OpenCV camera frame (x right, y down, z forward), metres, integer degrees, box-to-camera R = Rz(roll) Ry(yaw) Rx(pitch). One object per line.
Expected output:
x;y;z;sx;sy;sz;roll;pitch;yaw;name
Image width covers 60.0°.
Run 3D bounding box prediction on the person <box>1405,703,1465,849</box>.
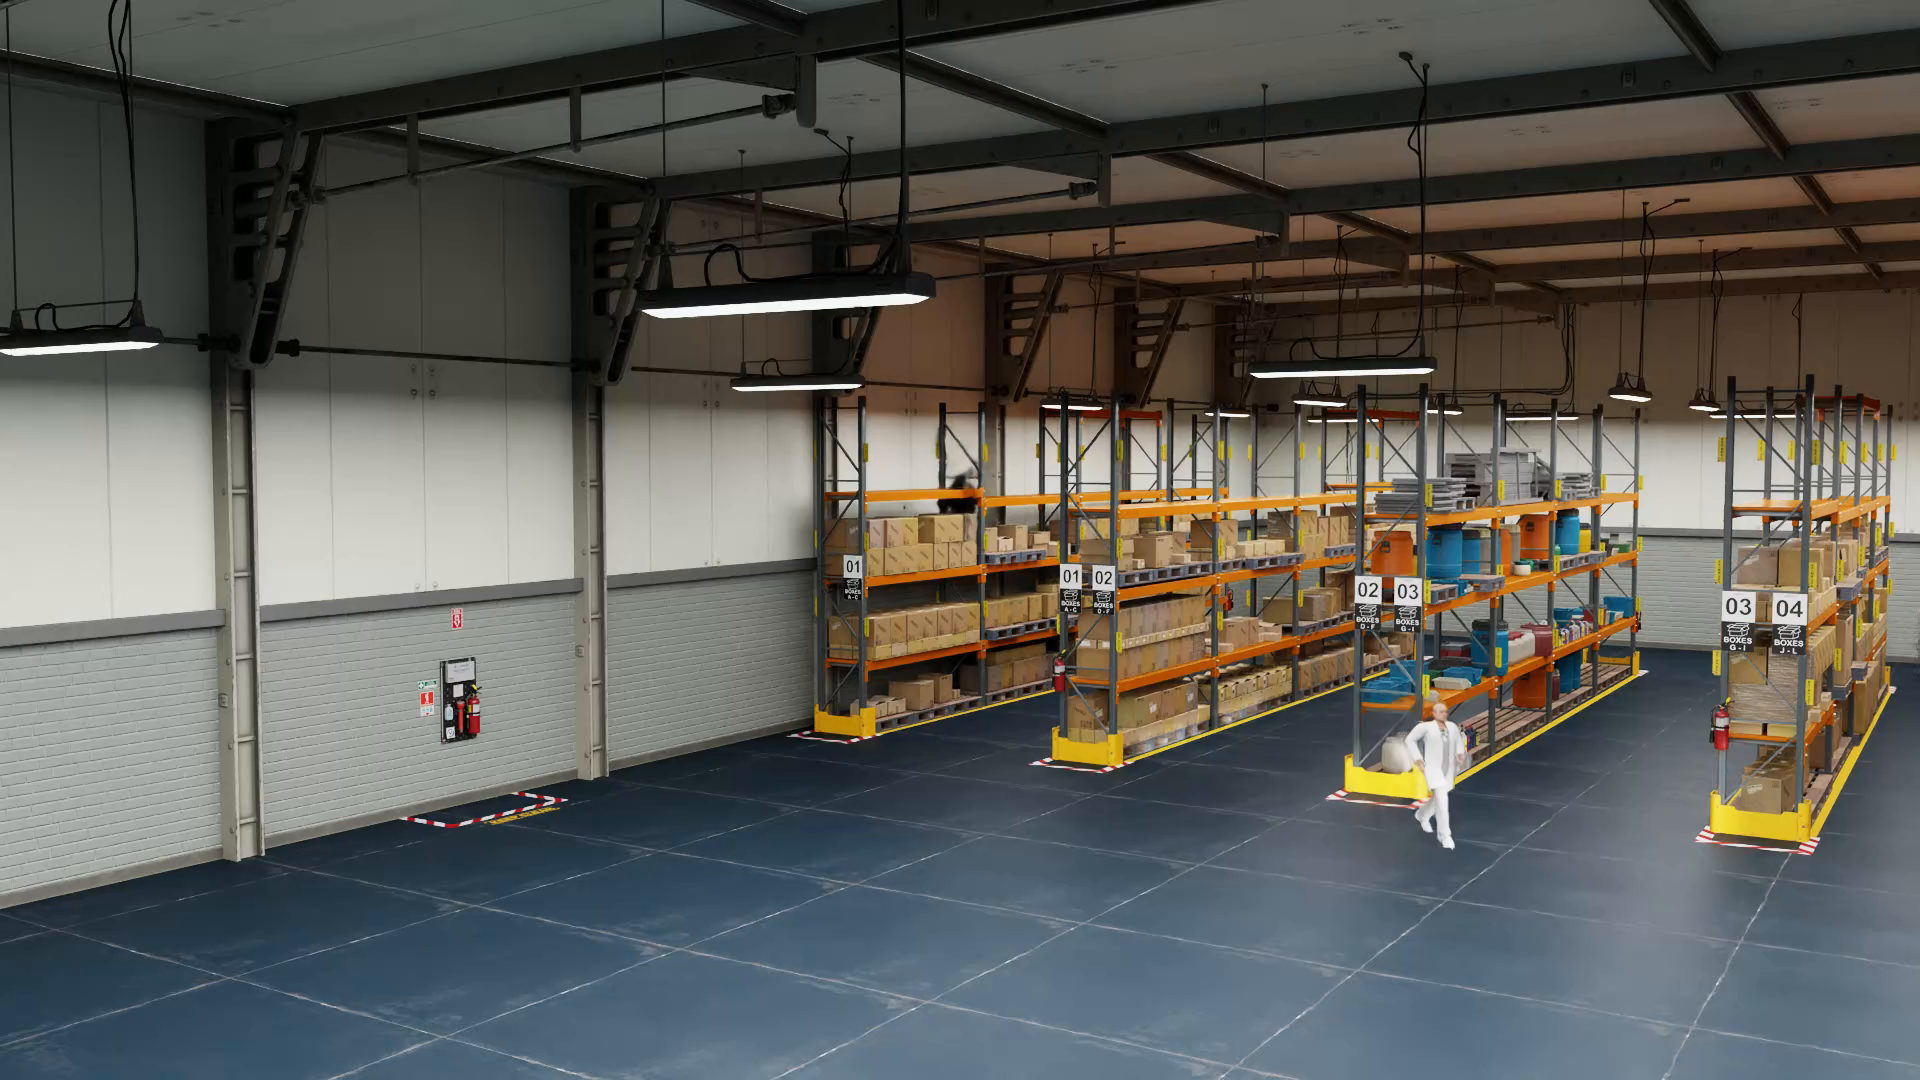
6.147;2.998;21.455;0.712;1.814;0.942;-1;3;-20;person
